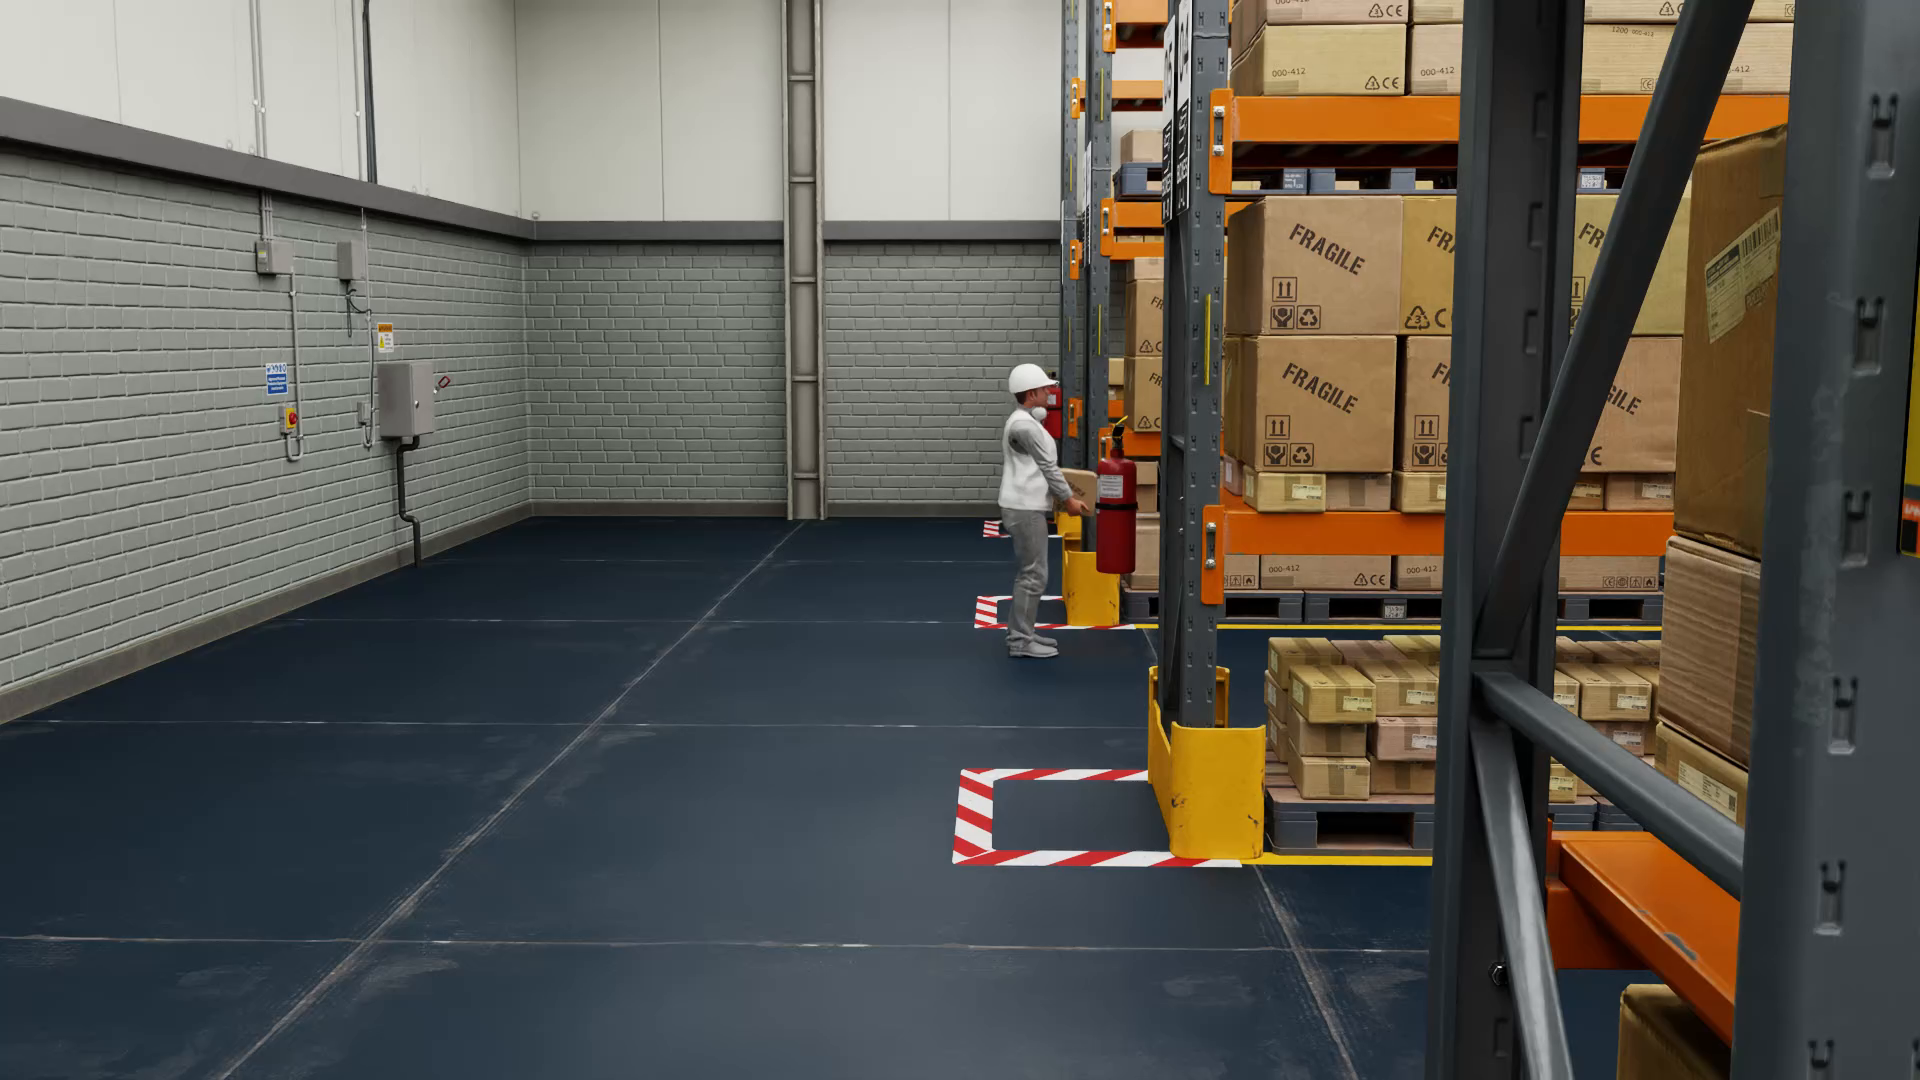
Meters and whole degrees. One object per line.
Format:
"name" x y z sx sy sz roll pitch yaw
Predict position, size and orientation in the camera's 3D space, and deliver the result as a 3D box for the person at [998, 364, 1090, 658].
"person" 0.508 -0.186 10.159 0.552 1.772 0.495 0 7 1
